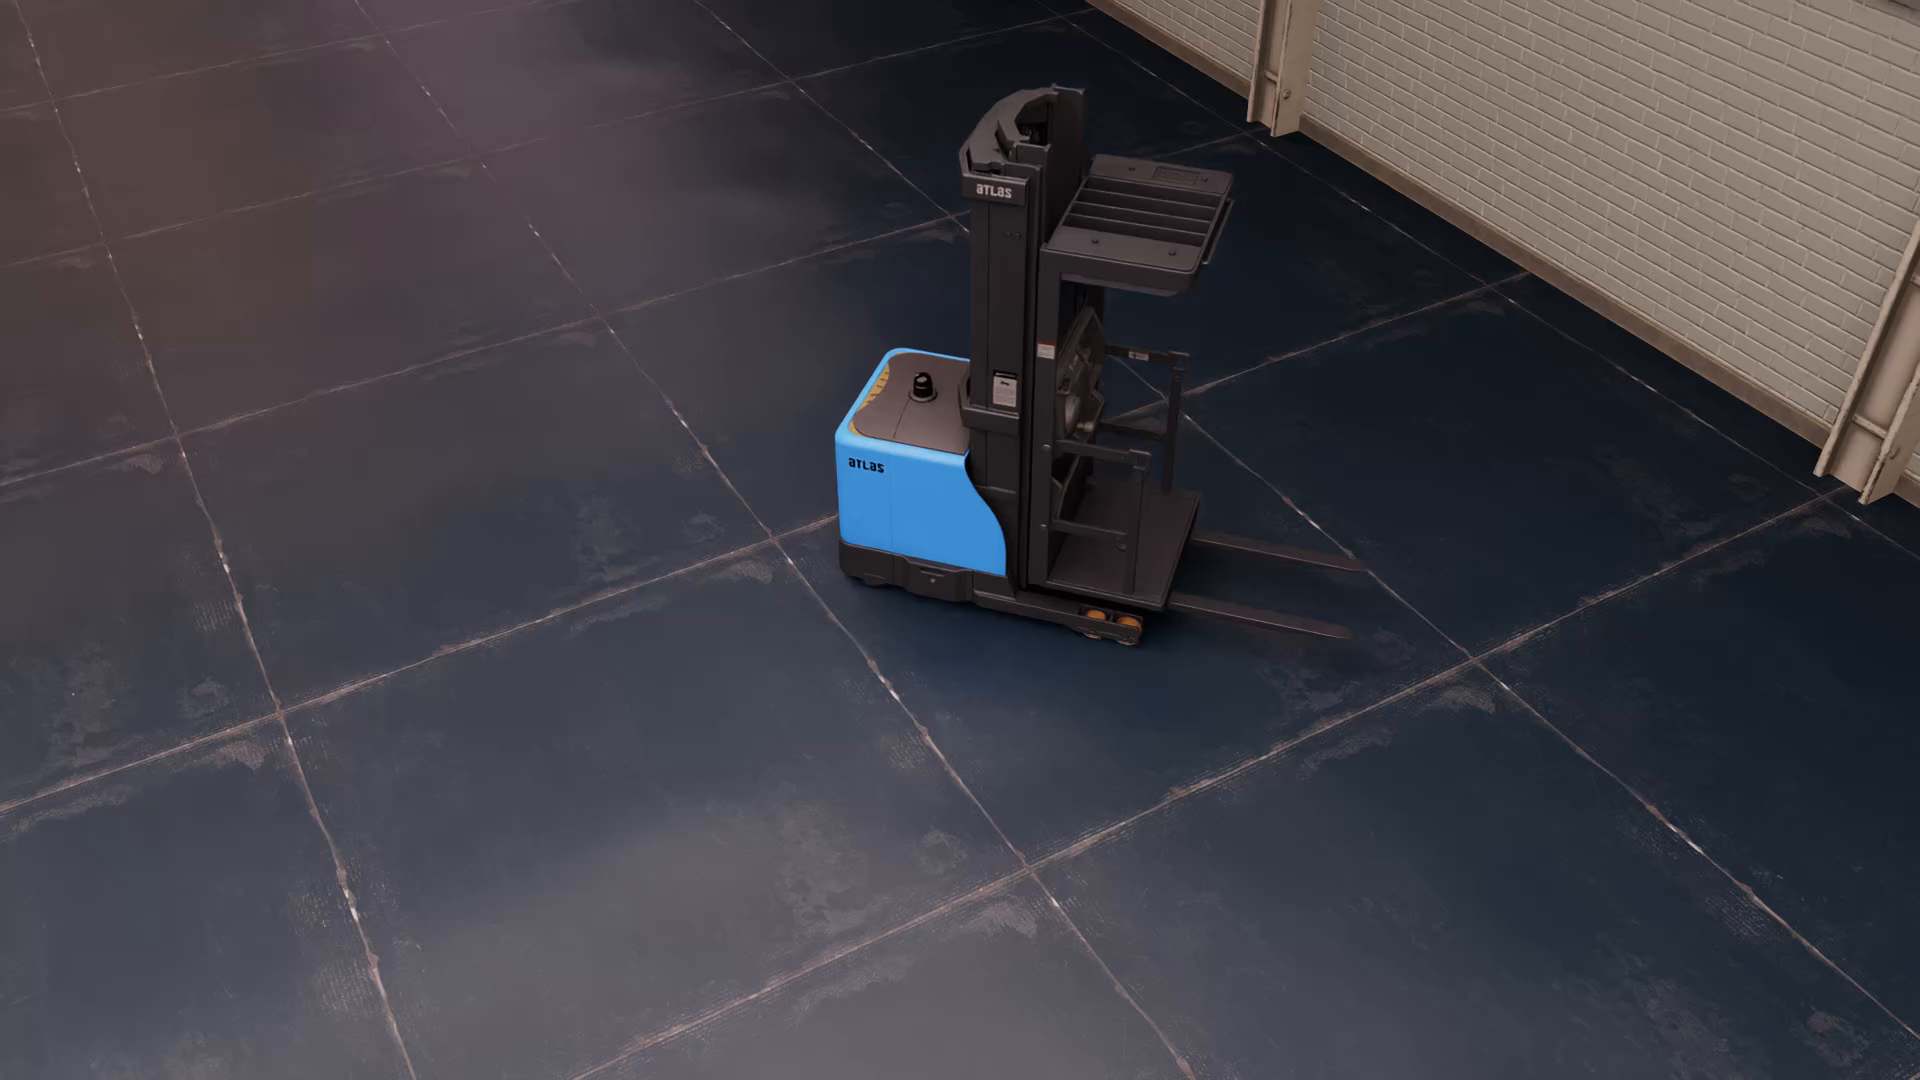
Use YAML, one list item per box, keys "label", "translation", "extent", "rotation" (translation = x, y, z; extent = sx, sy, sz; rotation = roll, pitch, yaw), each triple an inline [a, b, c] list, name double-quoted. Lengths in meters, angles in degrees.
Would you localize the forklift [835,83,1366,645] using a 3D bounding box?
- label: "forklift"
  translation: [0.849, -0.902, 9.124]
  extent: [3.031, 2.935, 1.130]
  rotation: [12, 41, 14]
